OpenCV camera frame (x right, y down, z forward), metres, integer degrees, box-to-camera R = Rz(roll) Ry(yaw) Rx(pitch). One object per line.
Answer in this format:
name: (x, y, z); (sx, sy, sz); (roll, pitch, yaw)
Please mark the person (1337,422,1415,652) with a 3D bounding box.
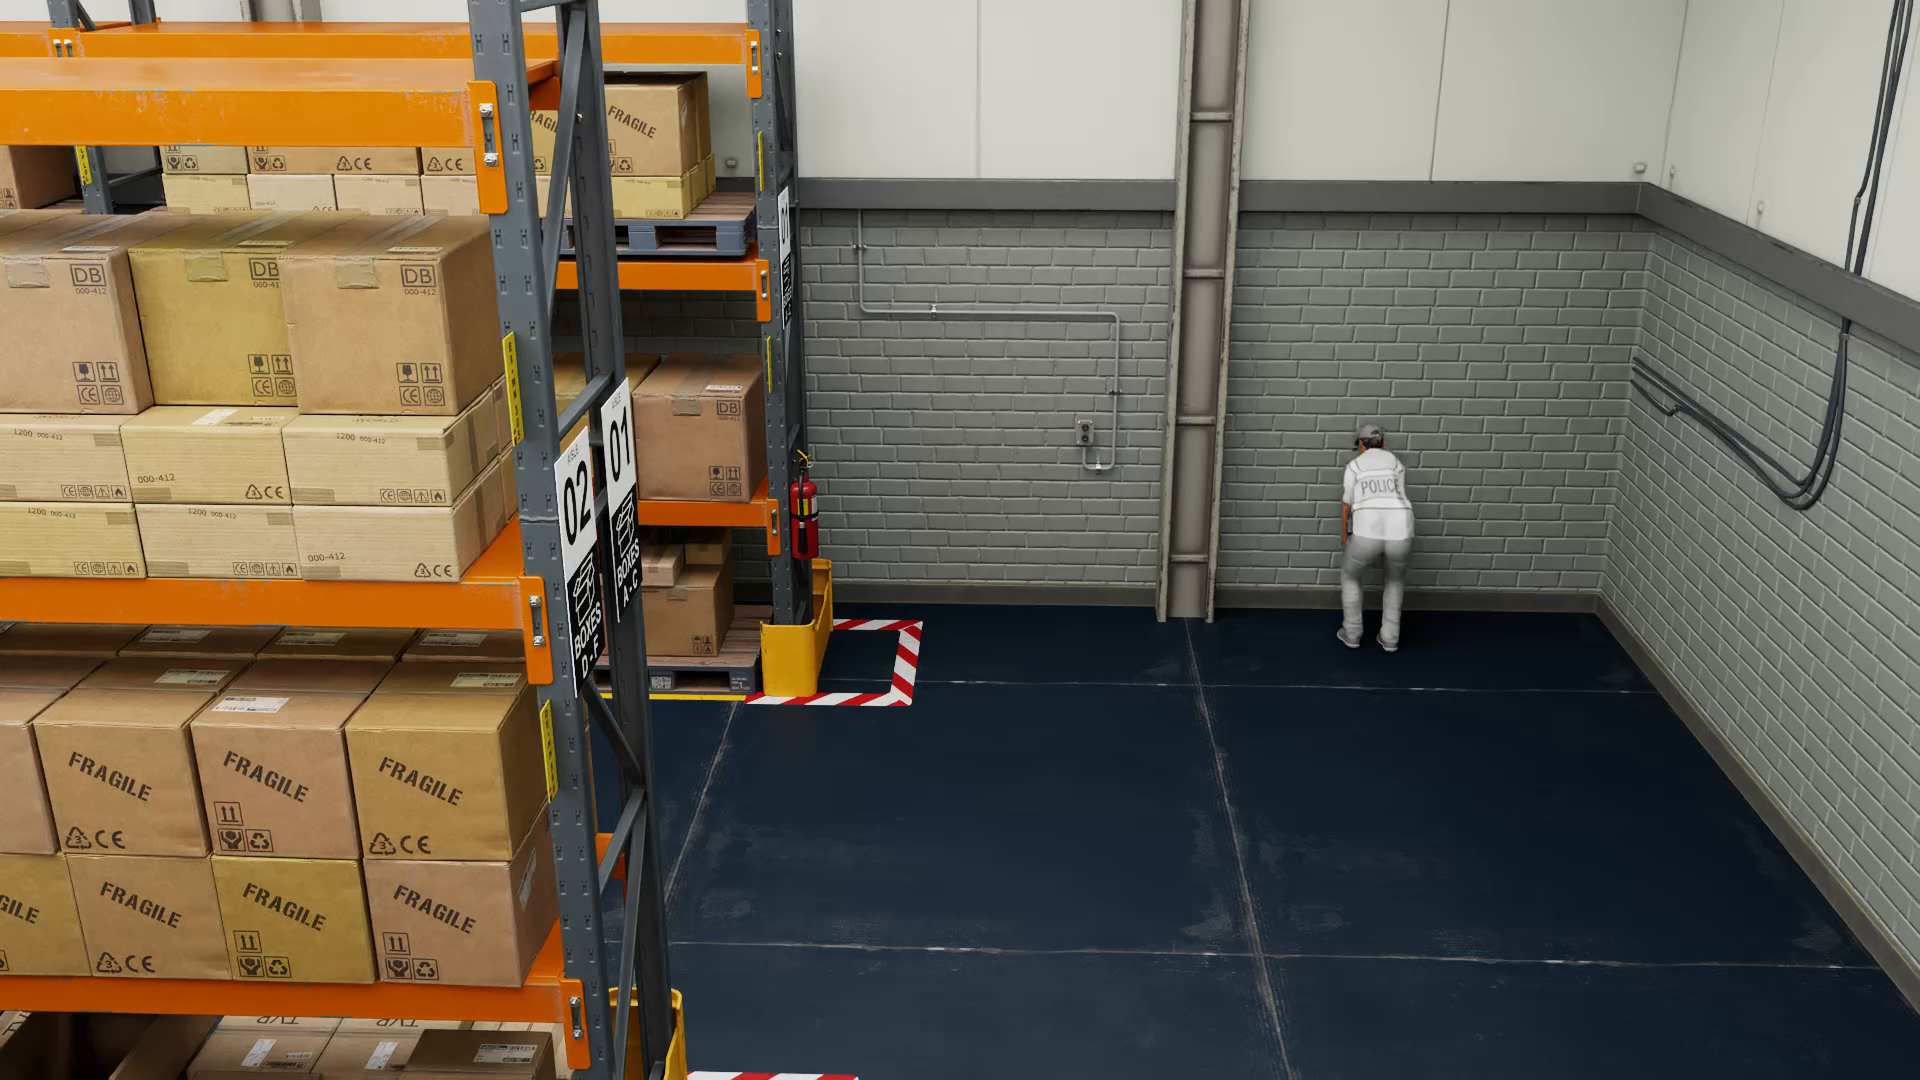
person: (2.820, -0.015, 11.369); (0.457, 1.494, 0.773); (0, 21, 0)
